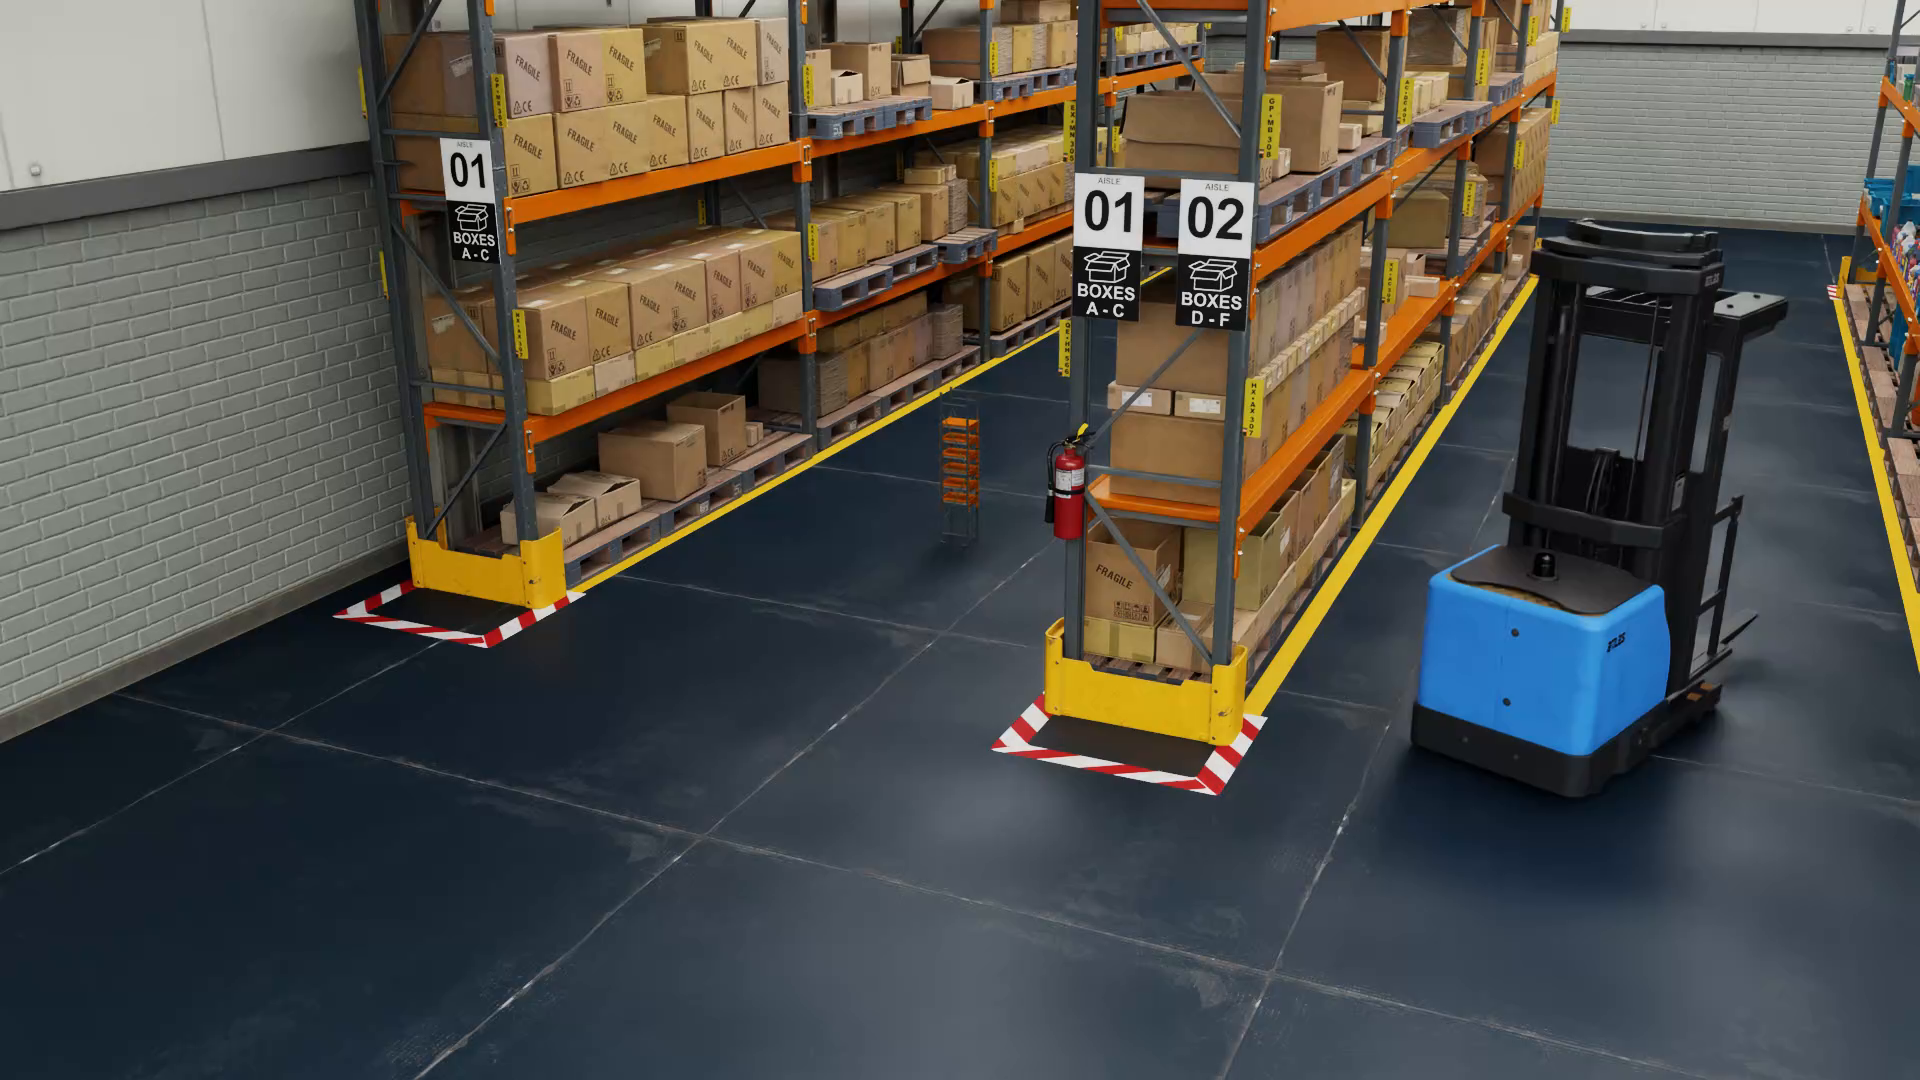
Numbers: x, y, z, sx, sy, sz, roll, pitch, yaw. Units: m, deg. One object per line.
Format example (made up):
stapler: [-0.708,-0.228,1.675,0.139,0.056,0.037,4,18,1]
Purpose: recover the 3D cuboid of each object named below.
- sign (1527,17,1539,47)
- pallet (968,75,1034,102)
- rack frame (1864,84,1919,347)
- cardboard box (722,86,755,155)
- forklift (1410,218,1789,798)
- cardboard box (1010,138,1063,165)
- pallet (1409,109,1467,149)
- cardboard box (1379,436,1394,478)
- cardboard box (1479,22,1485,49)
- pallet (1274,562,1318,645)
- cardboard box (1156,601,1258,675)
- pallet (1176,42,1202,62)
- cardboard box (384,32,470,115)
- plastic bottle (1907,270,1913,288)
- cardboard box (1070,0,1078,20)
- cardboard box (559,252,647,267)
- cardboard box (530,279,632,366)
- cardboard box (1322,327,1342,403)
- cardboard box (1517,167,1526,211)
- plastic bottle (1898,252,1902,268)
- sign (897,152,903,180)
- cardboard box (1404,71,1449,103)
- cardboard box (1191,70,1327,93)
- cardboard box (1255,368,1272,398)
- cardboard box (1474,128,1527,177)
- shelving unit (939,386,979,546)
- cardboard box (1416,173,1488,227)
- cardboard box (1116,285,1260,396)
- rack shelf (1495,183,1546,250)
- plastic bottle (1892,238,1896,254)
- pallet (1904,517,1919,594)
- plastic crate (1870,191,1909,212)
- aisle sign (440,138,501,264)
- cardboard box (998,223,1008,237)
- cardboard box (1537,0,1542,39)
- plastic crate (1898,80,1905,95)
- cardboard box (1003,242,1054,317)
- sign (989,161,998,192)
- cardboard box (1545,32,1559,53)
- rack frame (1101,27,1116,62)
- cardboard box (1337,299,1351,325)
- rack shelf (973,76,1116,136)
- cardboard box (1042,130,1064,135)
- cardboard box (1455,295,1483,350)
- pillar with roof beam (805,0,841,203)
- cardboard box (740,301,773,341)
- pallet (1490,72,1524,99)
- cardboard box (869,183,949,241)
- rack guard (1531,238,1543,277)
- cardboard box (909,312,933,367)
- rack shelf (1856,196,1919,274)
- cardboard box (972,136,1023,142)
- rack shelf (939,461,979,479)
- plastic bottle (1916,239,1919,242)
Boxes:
sign: [6.524,-5.790,18.938,0.100,0.325,0.005,9,21,23]
pallet: [0.073,-5.007,18.377,1.213,0.211,1.003,10,22,25]
rack frame: [10.534,-3.342,17.890,1.000,3.000,0.127,9,21,23]
cardboard box: [-1.981,-3.385,13.354,0.500,0.500,0.500,7,21,18]
forklift: [3.968,-0.408,9.742,1.130,2.935,3.031,18,26,41]
cardboard box: [0.902,-4.607,19.704,0.500,0.250,0.500,8,21,22]
pallet: [3.727,-3.563,14.315,1.003,0.211,1.213,10,22,25]
cardboard box: [3.342,-0.725,14.008,0.500,0.250,0.500,9,22,24]
cardboard box: [5.199,-5.176,17.646,0.600,0.600,0.600,8,21,21]
pallet: [1.878,0.348,11.675,1.003,0.211,1.213,9,21,23]
cardboard box: [1.525,0.610,10.255,0.500,0.250,0.500,9,21,23]
pallet: [2.839,-7.068,24.021,1.003,0.211,1.213,9,21,23]
cardboard box: [-3.481,-3.142,11.179,0.500,0.500,0.500,10,22,25]
plastic bottle: [9.070,-2.490,15.790,0.097,0.201,0.097,0,20,0]
cardboard box: [1.569,-6.888,21.713,0.500,0.500,0.500,8,21,22]
cardboard box: [-2.790,-1.964,13.089,0.500,0.500,0.500,9,21,23]
cardboard box: [-2.737,-1.580,12.009,0.500,0.500,0.500,9,21,23]
cardboard box: [2.354,-1.326,12.071,0.700,0.500,0.500,8,21,22]
cardboard box: [6.680,-4.345,20.562,0.500,0.500,0.500,9,21,24]
plastic bottle: [9.545,-2.845,16.787,0.097,0.201,0.097,0,20,0]
sign: [-0.650,-4.099,18.291,0.100,0.325,0.005,9,21,23]
cardboard box: [4.244,-4.194,15.406,0.500,0.250,0.500,7,21,19]
cardboard box: [1.951,-2.817,10.947,0.797,0.503,0.637,11,22,29]
cardboard box: [1.668,-0.955,10.060,0.380,0.149,0.250,9,21,23]
cardboard box: [6.466,-4.647,19.916,0.500,0.500,0.500,9,22,24]
shelving unit: [-0.006,-0.561,12.755,0.258,1.200,0.189,9,21,23]
cardboard box: [5.349,-3.719,18.175,0.700,0.500,0.500,3,20,9]
cardboard box: [1.327,-1.170,9.697,0.700,0.500,0.500,9,21,23]
rack shelf: [6.835,-4.295,21.644,1.077,0.370,4.000,9,21,23]
plastic bottle: [9.909,-3.116,17.552,0.097,0.201,0.097,0,20,0]
pallet: [7.544,0.172,12.171,1.003,0.211,1.213,9,21,23]
plastic crate: [11.231,-4.082,20.129,0.416,0.233,0.300,9,21,23]
aisle sign: [-3.174,-2.195,10.784,0.394,0.787,0.004,9,21,23]
cardboard box: [0.315,-3.515,18.720,0.380,0.149,0.250,9,21,23]
cardboard box: [6.714,-6.395,20.357,0.700,0.500,0.500,9,21,23]
plastic crate: [10.707,-5.072,18.672,0.293,0.136,0.466,9,21,23]
cardboard box: [0.643,-3.137,19.896,0.750,0.750,0.750,8,21,22]
sign: [0.356,-3.915,17.892,0.100,0.325,0.005,9,21,23]
cardboard box: [7.676,-6.632,22.141,0.500,0.250,0.500,9,21,23]
rack frame: [1.495,-7.528,20.707,1.000,3.000,0.127,9,21,23]
cardboard box: [2.616,-1.662,12.048,0.380,0.149,0.250,8,21,21]
rack shelf: [0.676,-5.164,19.611,1.077,0.370,4.000,9,21,23]
cardboard box: [1.319,-4.919,20.581,0.500,0.250,0.500,9,21,24]
cardboard box: [5.454,-2.403,18.324,0.500,0.500,0.500,8,21,21]
pillar with roof beam: [2.463,-5.436,14.824,9.100,9.000,0.400,9,21,23]
cardboard box: [-1.910,-1.857,13.908,0.500,0.250,0.500,9,21,23]
pallet: [5.685,-5.158,18.800,1.213,0.211,1.003,9,21,23]
cardboard box: [-0.530,-3.414,17.285,0.700,0.500,0.500,6,21,18]
rack guard: [7.623,-4.045,23.596,1.175,0.500,0.348,9,21,23]
cardboard box: [-0.707,-2.140,17.582,0.700,0.500,0.500,9,21,23]
rack shelf: [11.353,-3.615,19.730,1.077,0.370,4.000,9,21,23]
cardboard box: [0.443,-4.673,19.890,0.500,0.250,0.500,8,21,21]
rack shelf: [-0.006,-0.519,12.770,0.258,0.103,0.180,9,21,23]
plastic bottle: [9.968,-3.036,17.326,0.097,0.201,0.097,0,20,0]
